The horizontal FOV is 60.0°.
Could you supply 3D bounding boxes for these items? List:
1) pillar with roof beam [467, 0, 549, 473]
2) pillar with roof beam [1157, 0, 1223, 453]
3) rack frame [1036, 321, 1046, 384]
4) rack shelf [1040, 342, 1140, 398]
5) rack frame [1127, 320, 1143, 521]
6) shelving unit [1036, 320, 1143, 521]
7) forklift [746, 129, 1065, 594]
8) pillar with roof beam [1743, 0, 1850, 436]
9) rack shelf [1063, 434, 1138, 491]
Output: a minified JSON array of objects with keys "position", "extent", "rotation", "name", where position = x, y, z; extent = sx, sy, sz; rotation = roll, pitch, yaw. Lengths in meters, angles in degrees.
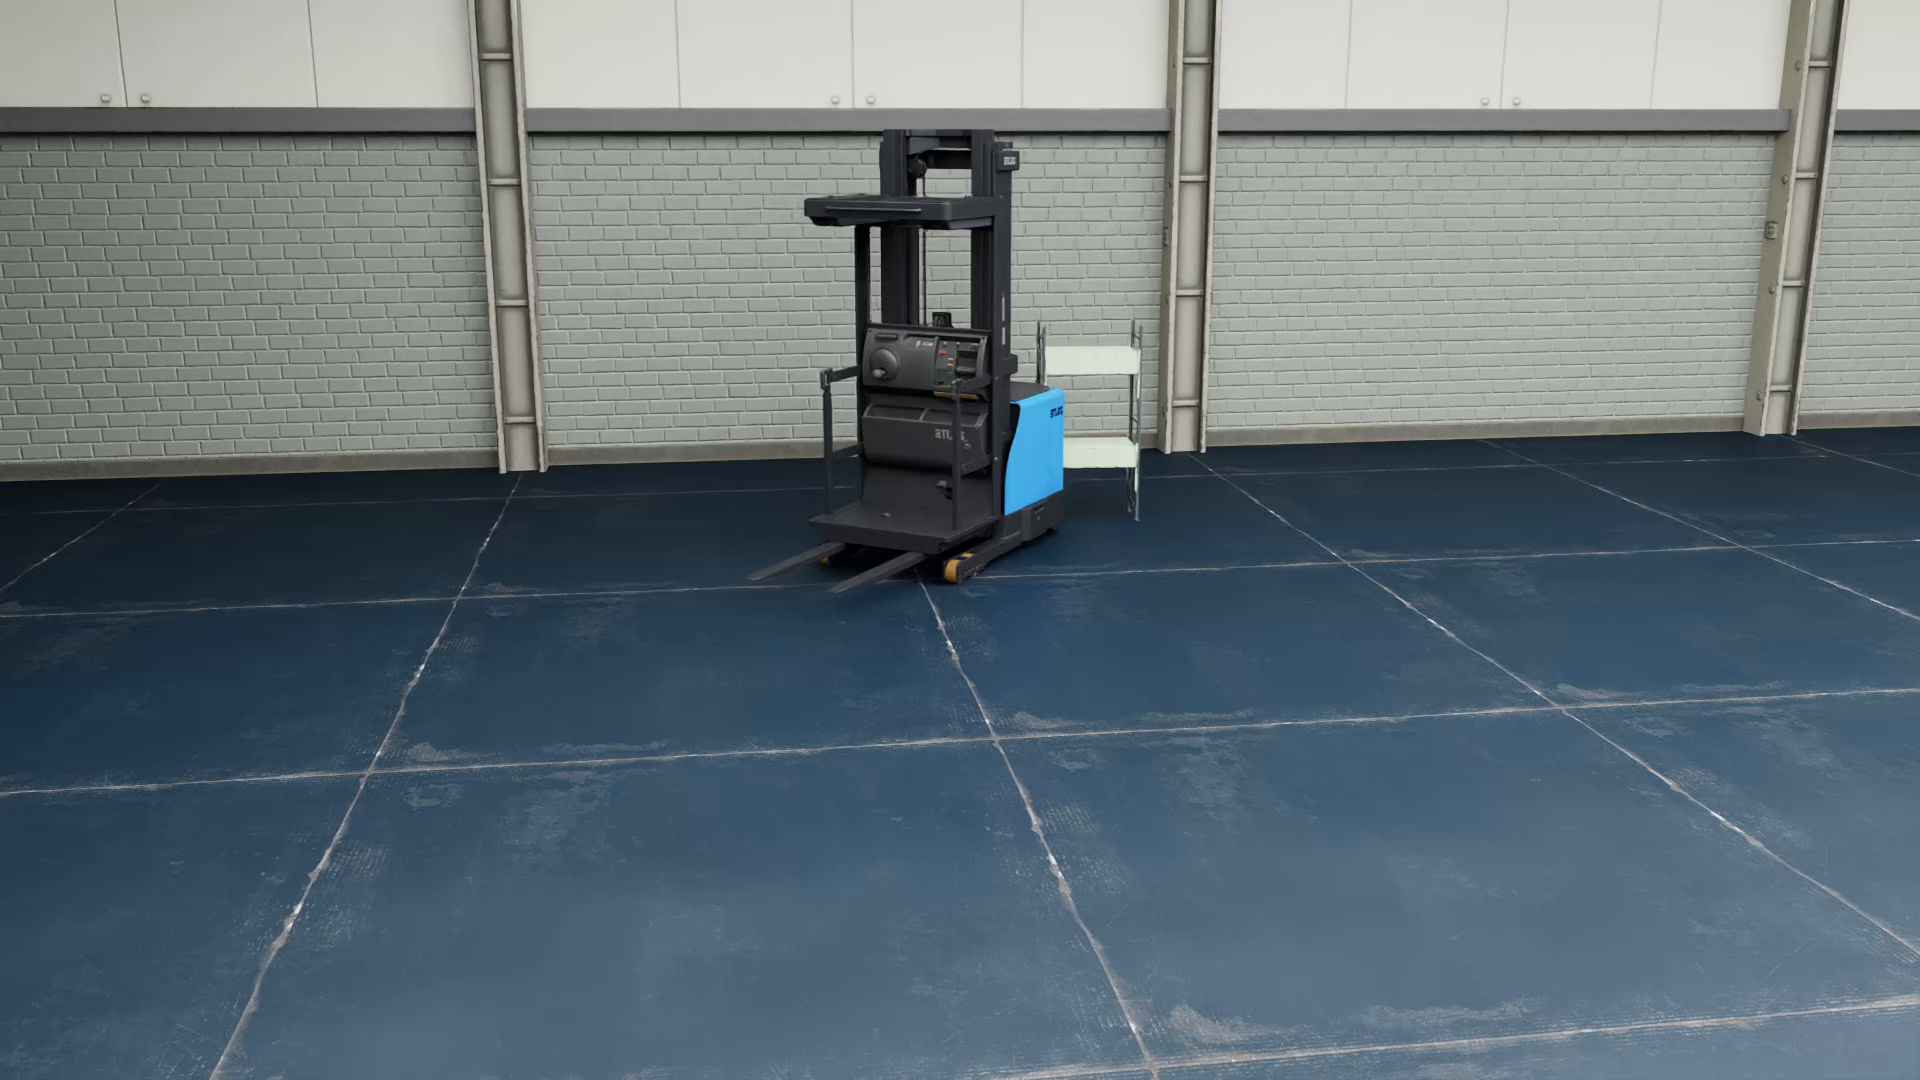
[{"position":[-3.218,-3.959,9.507],"extent":[0.400,9.000,9.100],"rotation":[-2,14,-8],"name":"pillar with roof beam"},{"position":[2.715,-4.176,10.374],"extent":[0.400,9.000,9.100],"rotation":[-2,14,-8],"name":"pillar with roof beam"},{"position":[0.616,-0.910,12.768],"extent":[0.023,1.500,0.400],"rotation":[-1,14,-3],"name":"rack frame"},{"position":[0.982,-1.294,12.695],"extent":[0.720,0.370,0.431],"rotation":[-1,14,-3],"name":"rack shelf"},{"position":[1.347,-0.921,12.812],"extent":[0.023,1.500,0.400],"rotation":[-1,14,-3],"name":"rack frame"},{"position":[0.982,-0.916,12.790],"extent":[0.755,1.500,0.431],"rotation":[-1,14,-3],"name":"shelving unit"},{"position":[-0.339,-1.251,11.186],"extent":[1.130,2.935,3.031],"rotation":[7,16,27],"name":"forklift"},{"position":[8.648,-4.393,11.241],"extent":[0.400,9.000,9.100],"rotation":[-2,14,-8],"name":"pillar with roof beam"},{"position":[0.982,-0.599,12.869],"extent":[0.720,0.370,0.431],"rotation":[-1,14,-3],"name":"rack shelf"}]
